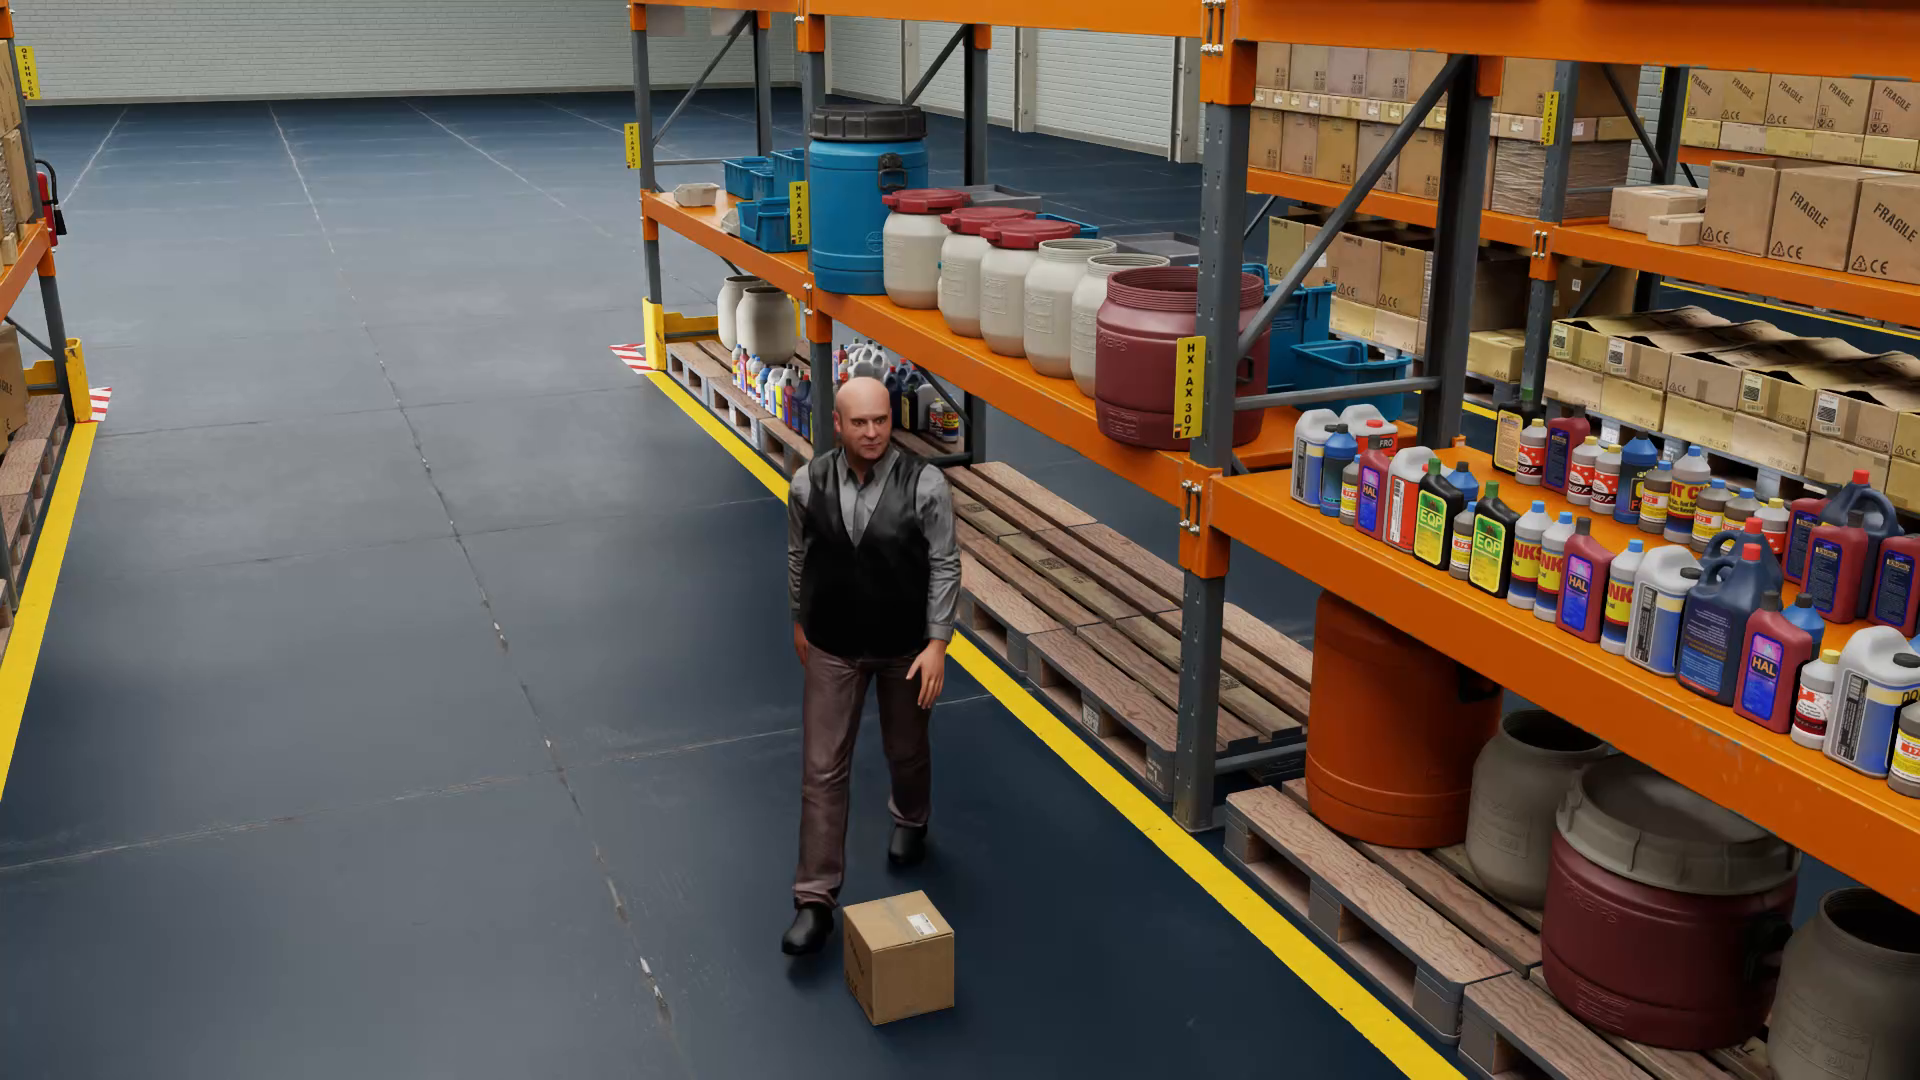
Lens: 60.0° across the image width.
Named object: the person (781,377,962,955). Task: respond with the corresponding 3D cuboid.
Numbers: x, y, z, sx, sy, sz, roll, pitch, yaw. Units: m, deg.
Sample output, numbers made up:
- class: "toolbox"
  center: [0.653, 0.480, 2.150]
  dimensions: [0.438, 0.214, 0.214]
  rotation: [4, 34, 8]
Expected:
- class: "person"
  center: [-0.282, 0.349, 5.066]
  dimensions: [0.566, 1.671, 0.967]
  rotation: [2, 19, 5]
